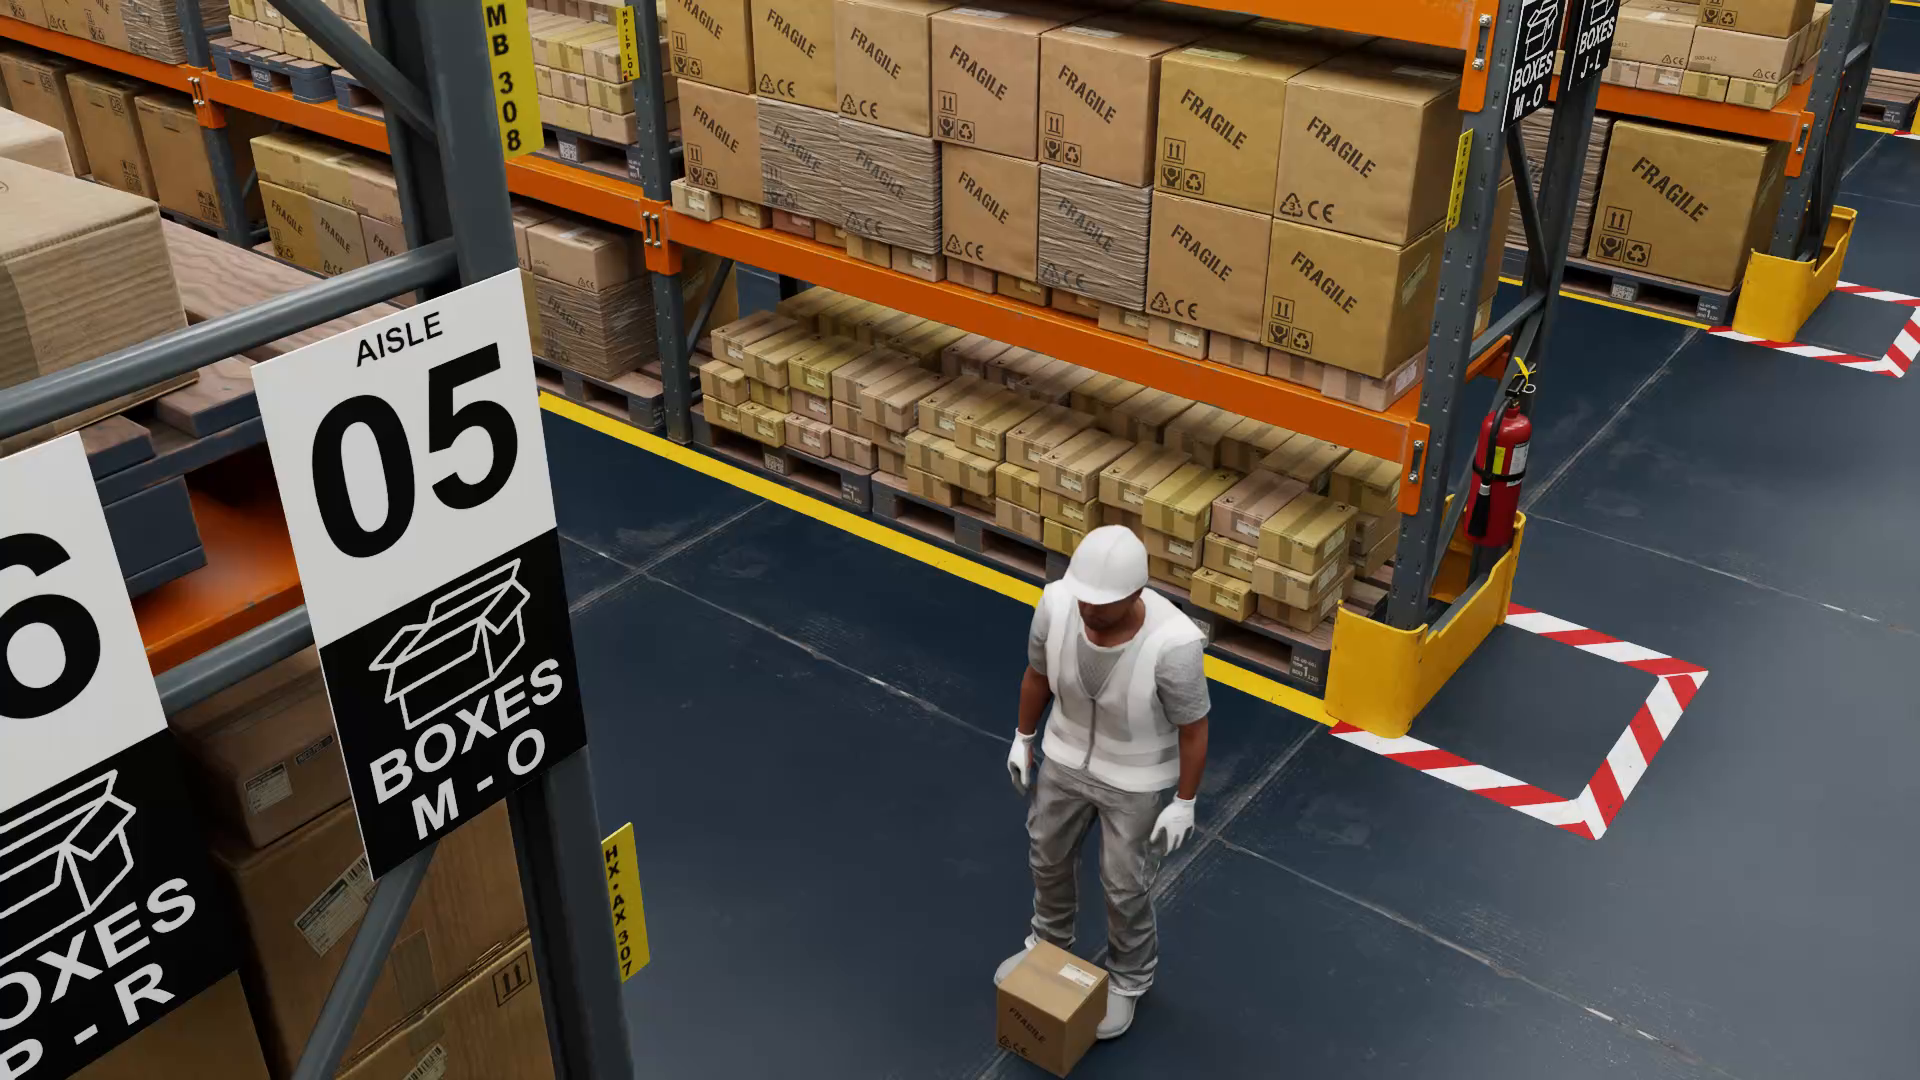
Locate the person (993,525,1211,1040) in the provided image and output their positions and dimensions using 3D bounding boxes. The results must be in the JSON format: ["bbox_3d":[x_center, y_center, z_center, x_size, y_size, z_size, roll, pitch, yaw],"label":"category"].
[{"bbox_3d":[0.419,0.701,4.939,0.615,1.772,0.453,19,36,29],"label":"person"}]
